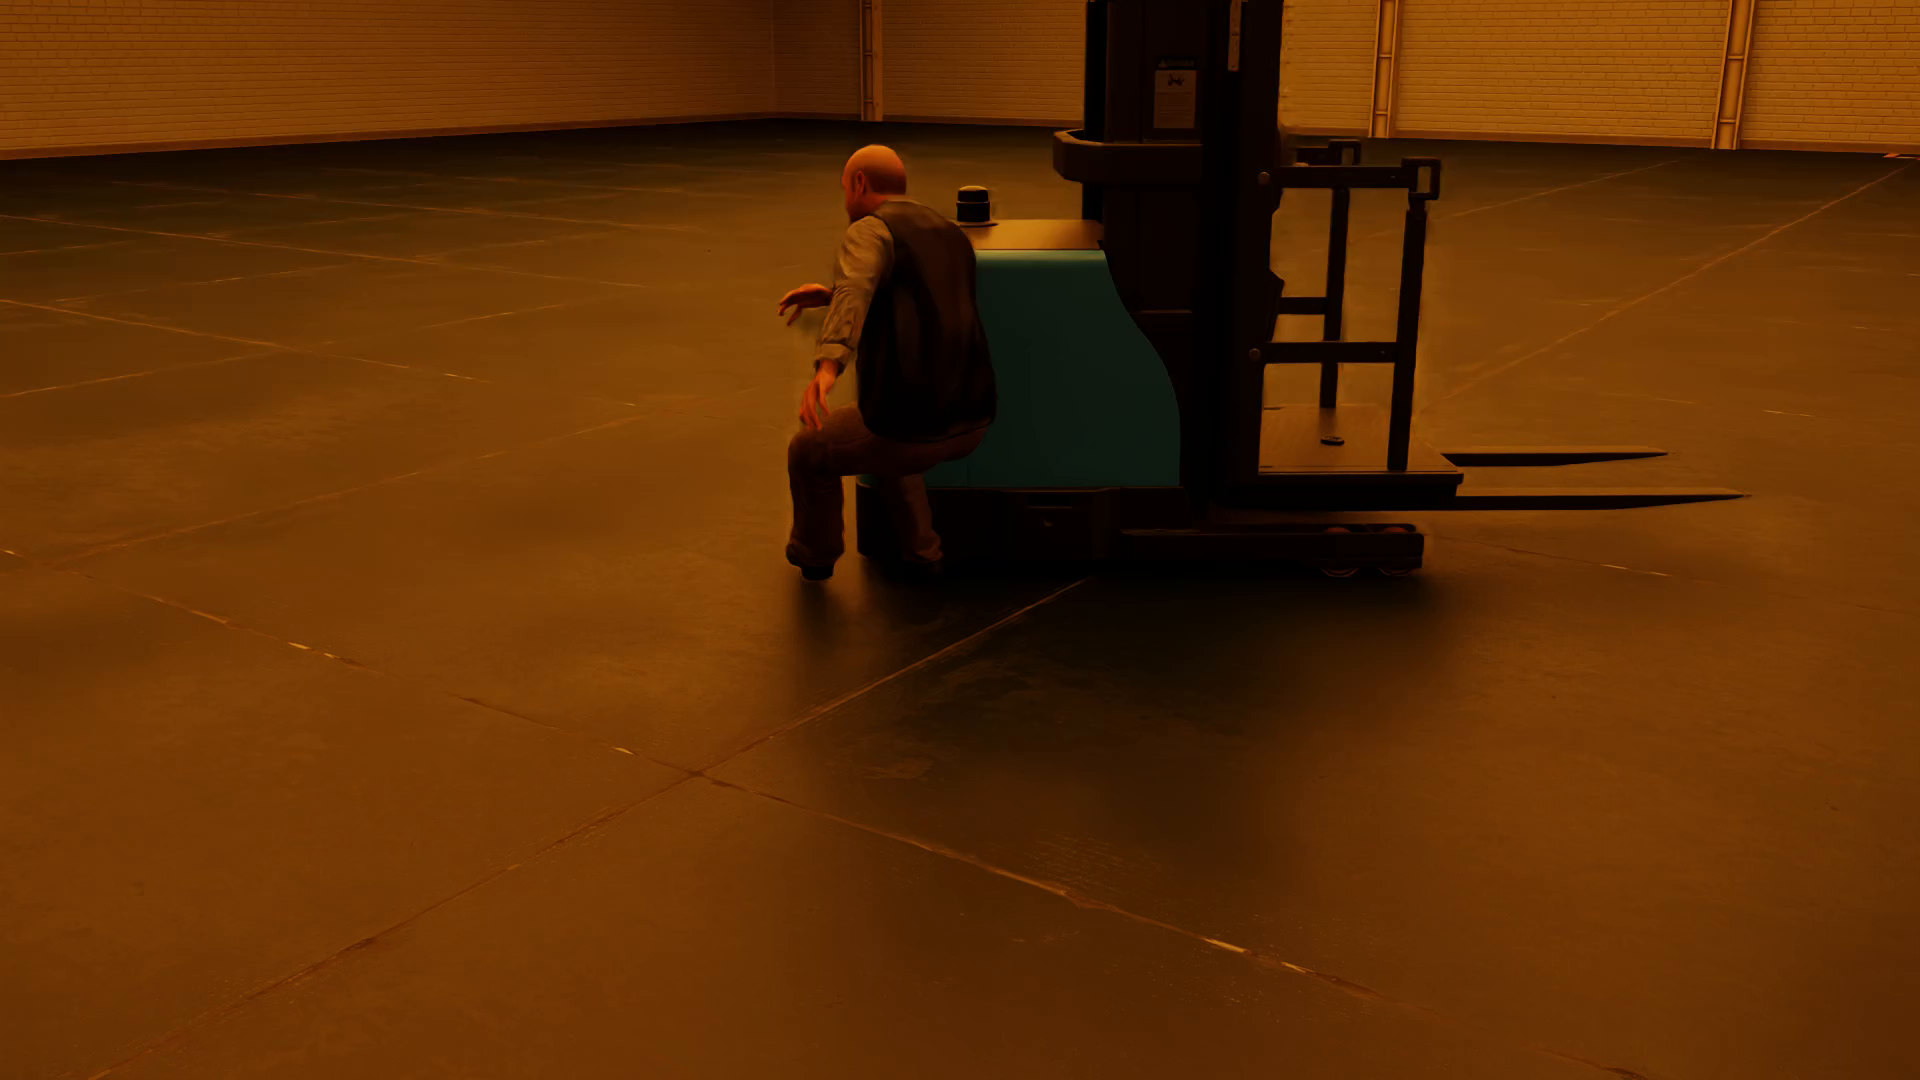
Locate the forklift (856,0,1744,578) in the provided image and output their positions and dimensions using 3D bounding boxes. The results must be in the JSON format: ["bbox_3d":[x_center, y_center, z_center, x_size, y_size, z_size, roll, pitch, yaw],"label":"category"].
[{"bbox_3d":[1.161,-1.430,5.616,3.031,2.935,1.130,0,17,-1],"label":"forklift"}]

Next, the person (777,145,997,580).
[{"bbox_3d":[-0.373,-0.432,4.988,0.934,1.458,1.047,14,21,39],"label":"person"}]
